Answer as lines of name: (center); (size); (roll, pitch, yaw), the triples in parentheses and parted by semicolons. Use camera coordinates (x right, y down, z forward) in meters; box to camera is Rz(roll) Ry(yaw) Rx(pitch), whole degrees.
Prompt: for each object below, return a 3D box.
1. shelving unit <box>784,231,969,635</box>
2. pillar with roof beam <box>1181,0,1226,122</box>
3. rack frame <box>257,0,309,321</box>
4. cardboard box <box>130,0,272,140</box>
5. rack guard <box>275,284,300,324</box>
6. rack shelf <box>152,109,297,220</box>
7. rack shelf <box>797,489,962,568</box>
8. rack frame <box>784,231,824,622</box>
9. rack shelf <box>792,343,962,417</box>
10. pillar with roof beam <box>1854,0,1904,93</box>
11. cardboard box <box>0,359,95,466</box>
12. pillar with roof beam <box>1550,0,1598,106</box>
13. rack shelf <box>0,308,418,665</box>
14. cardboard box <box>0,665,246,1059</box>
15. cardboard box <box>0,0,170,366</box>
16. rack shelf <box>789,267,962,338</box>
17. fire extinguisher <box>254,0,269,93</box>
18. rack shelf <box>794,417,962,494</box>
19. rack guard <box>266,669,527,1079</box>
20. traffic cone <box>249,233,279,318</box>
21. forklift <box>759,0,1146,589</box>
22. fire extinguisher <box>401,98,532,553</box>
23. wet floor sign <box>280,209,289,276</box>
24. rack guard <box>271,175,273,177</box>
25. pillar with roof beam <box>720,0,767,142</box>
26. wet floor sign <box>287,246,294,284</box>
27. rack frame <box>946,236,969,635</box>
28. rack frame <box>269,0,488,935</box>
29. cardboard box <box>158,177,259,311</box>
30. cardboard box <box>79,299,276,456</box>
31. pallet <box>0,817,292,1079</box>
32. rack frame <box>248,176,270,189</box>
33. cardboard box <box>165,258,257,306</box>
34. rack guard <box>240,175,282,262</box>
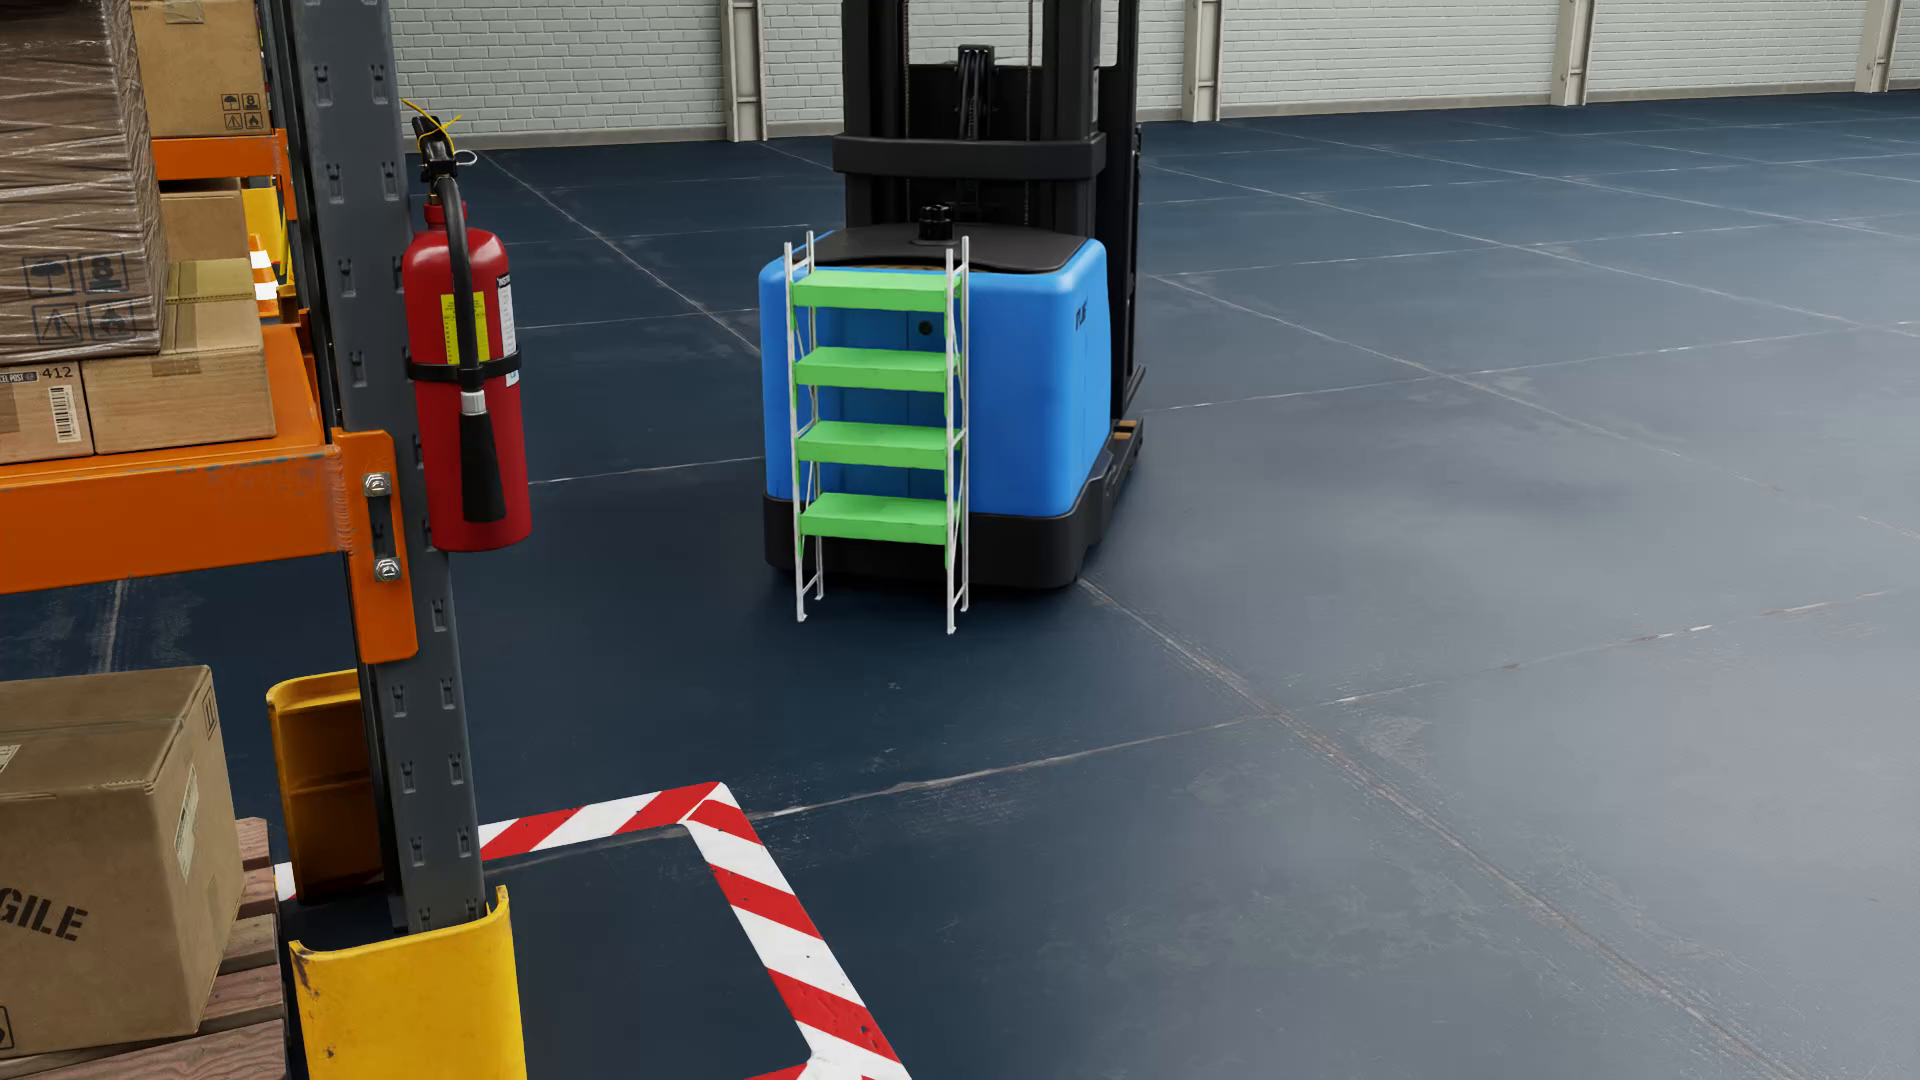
shelving unit: (-0.245, -0.326, 5.142); (0.503, 1.200, 0.258); (4, 20, 12)
pillar with roof beam: (4.776, -8.300, 16.044); (0.400, 9.000, 9.100); (-8, 21, -22)
rack frame: (-2.928, -2.011, 7.218); (0.127, 3.000, 1.000); (-8, 21, -22)
cardboard box: (-3.251, -2.019, 7.015); (0.550, 0.550, 0.875); (-8, 21, -22)
rack guard: (-2.906, -0.835, 7.642); (0.348, 0.500, 1.175); (-8, 21, -22)
rack shelf: (-4.764, -1.409, 6.590); (4.000, 0.370, 1.077); (-8, 21, -22)
rack shelf: (-0.245, -0.040, 5.243); (0.480, 0.148, 0.258); (4, 20, 12)
rack frame: (-0.483, -0.344, 5.191); (0.015, 1.200, 0.240); (4, 20, 12)
rack shelf: (-0.245, -0.492, 5.083); (0.480, 0.148, 0.258); (4, 20, 12)
pillar with roof beam: (15.795, -9.878, 20.527); (0.400, 9.000, 9.100); (-8, 21, -22)
cardboard box: (-1.466, -0.234, 2.548); (0.250, 0.149, 0.380); (-8, 21, -22)
pillar with roof beam: (10.286, -9.089, 18.286); (0.400, 9.000, 9.100); (-8, 21, -22)
rack shelf: (-2.892, 0.117, 2.257); (4.000, 0.370, 1.077); (-8, 21, -22)
cardboard box: (-1.636, 0.572, 3.011); (0.500, 0.500, 0.500); (-4, 20, -12)
cardboard box: (-1.572, -0.609, 2.637); (0.500, 0.500, 0.875); (-8, 21, -22)
rack shelf: (-0.245, -0.719, 5.003); (0.480, 0.148, 0.258); (4, 20, 12)
fire extinguisher: (-4.694, -3.346, 11.124); (0.183, 0.674, 0.296); (-8, 21, -22)
rack shelf: (-0.245, -0.266, 5.163); (0.480, 0.148, 0.258); (4, 20, 12)
rack guard: (-1.126, 0.704, 3.271); (0.348, 0.500, 1.175); (-8, 21, -22)
traffic cone: (-4.113, -1.567, 9.776); (0.334, 0.463, 0.336); (-8, 21, -22)
forklift: (0.159, -1.679, 6.377); (1.130, 2.935, 3.031); (4, 20, 12)
fire extinguisher: (-0.768, -0.324, 2.541); (0.183, 0.674, 0.296); (-8, 21, -22)
wet floor sign: (-4.383, -2.096, 11.003); (0.232, 0.644, 0.267); (-1, 19, -3)
rack guard: (-6.929, -3.845, 16.189); (0.348, 0.500, 1.175); (-8, 21, -22)
pillar with roof beam: (-0.733, -7.510, 13.802); (0.400, 9.000, 9.100); (-8, 21, -22)
wet floor sign: (-3.686, -1.508, 9.335); (0.232, 0.644, 0.267); (-12, 23, -31)
rack frame: (-0.007, -0.309, 5.092); (0.015, 1.200, 0.240); (4, 20, 12)
rack frame: (-1.056, -0.486, 2.884); (0.127, 3.000, 1.000); (-8, 21, -22)
cardboard box: (-3.524, -1.098, 7.191); (0.875, 0.875, 0.875); (-8, 21, -22)
cardboard box: (-1.236, -0.267, 2.641); (0.250, 0.149, 0.380); (-8, 21, -22)
pallet: (-1.886, 0.936, 3.046); (1.213, 0.211, 1.003); (-8, 21, -22)
rack frame: (-4.981, -3.508, 11.467); (0.127, 3.000, 1.000); (-8, 21, -22)
cardboard box: (-1.412, -0.402, 3.026); (0.250, 0.149, 0.380); (-8, 21, -22)
rack guard: (-5.051, -2.319, 11.854); (0.348, 0.500, 1.175); (-8, 21, -22)
